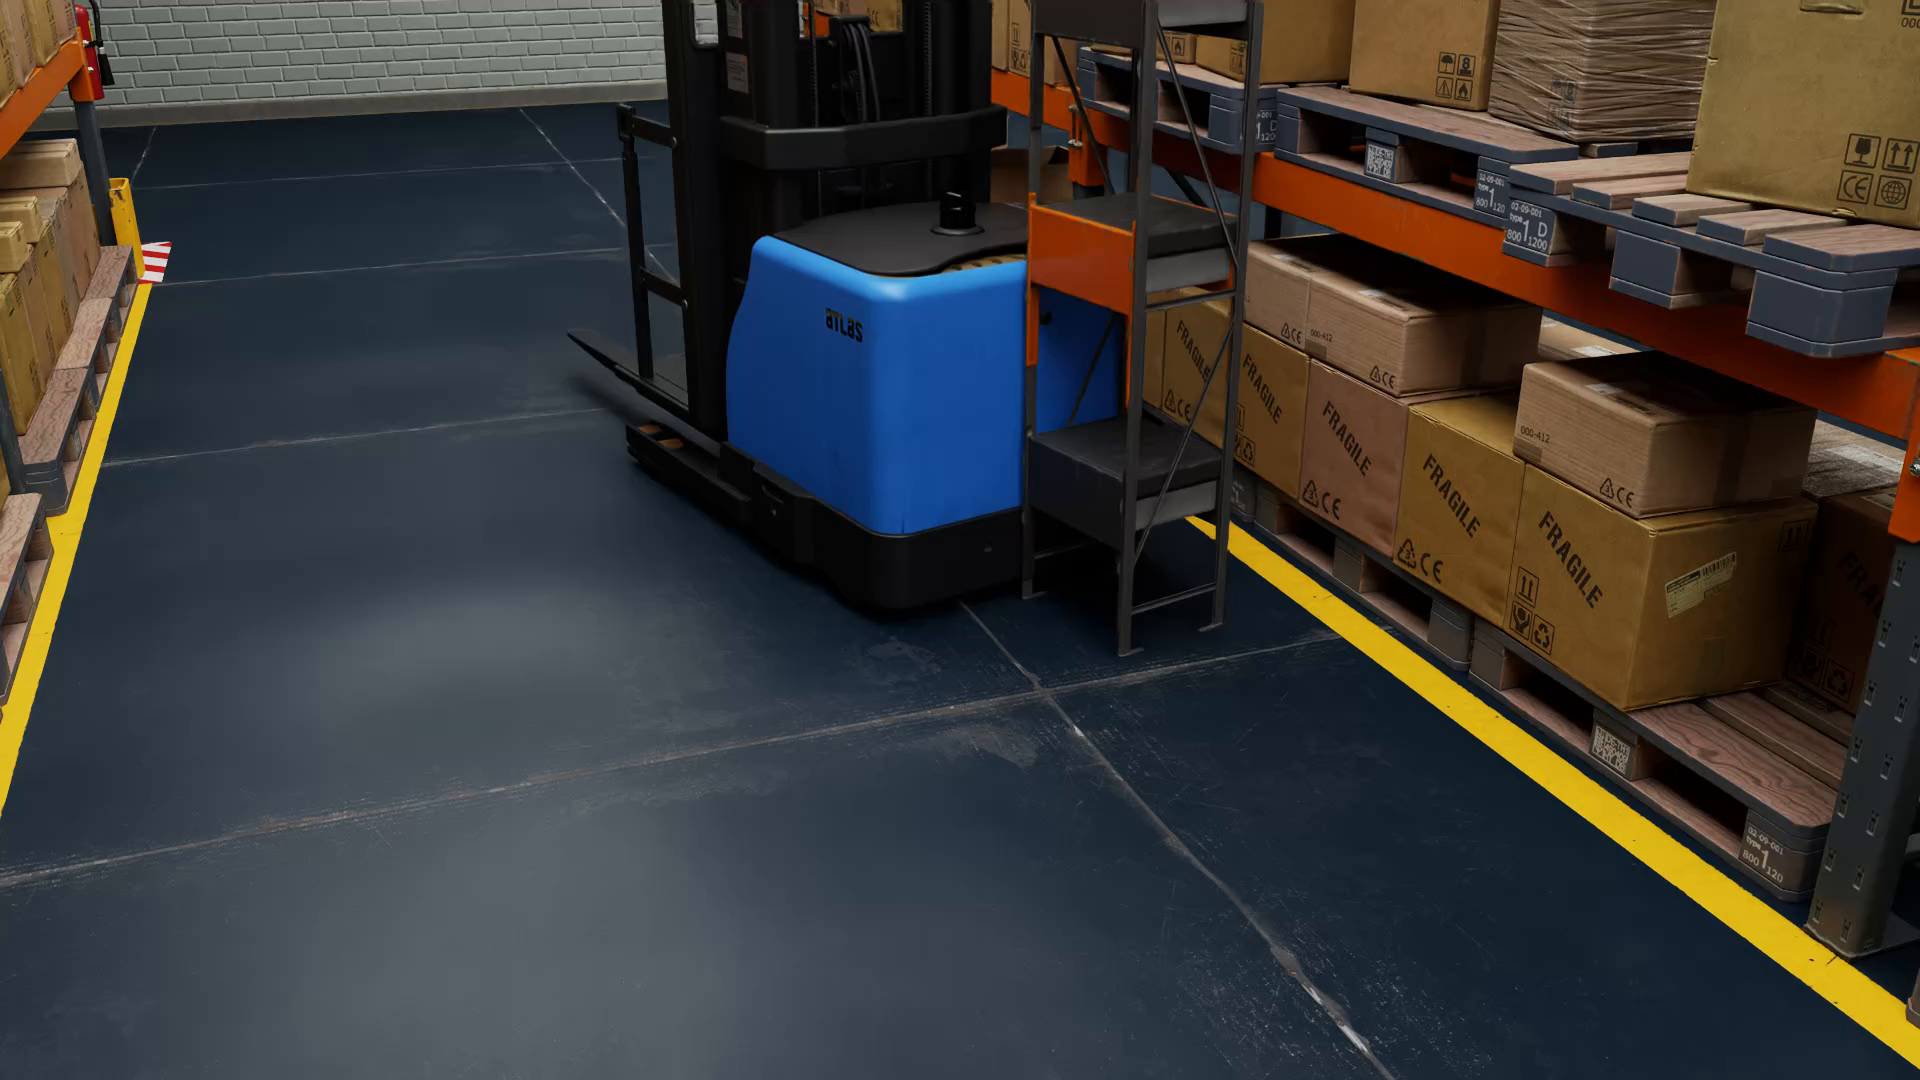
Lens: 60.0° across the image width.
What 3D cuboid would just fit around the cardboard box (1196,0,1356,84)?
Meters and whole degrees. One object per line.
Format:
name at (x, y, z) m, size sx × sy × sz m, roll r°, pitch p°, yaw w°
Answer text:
cardboard box at (1.208, -1.810, 5.512) m, size 0.700 × 0.500 × 0.500 m, roll -5°, pitch 23°, yaw -11°

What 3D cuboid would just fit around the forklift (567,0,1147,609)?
forklift at (-0.628, -1.659, 5.913) m, size 1.130 × 2.935 × 3.031 m, roll -15°, pitch 27°, yaw -31°

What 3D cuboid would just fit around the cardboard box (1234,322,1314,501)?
cardboard box at (1.259, -0.481, 5.680) m, size 0.500 × 0.500 × 0.500 m, roll -8°, pitch 24°, yaw -18°

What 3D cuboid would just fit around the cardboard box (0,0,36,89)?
cardboard box at (-4.381, -2.199, 6.720) m, size 0.980 × 0.700 × 0.700 m, roll -10°, pitch 25°, yaw -22°

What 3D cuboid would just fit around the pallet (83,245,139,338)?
pallet at (-4.743, -1.221, 8.376) m, size 1.003 × 0.211 × 1.213 m, roll -8°, pitch 24°, yaw -19°

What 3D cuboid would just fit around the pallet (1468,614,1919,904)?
pallet at (2.132, 0.448, 4.415) m, size 1.003 × 0.211 × 1.213 m, roll -8°, pitch 24°, yaw -19°

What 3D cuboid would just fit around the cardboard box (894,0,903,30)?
cardboard box at (-0.019, -2.765, 8.319) m, size 0.500 × 0.500 × 0.500 m, roll -8°, pitch 24°, yaw -18°

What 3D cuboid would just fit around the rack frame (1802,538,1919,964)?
rack frame at (2.360, -0.561, 3.218) m, size 1.000 × 3.000 × 0.127 m, roll -8°, pitch 24°, yaw -19°

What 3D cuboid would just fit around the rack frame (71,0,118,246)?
rack frame at (-5.099, -2.786, 8.499) m, size 1.000 × 3.000 × 0.127 m, roll -8°, pitch 24°, yaw -19°

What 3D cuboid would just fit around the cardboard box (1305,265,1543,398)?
cardboard box at (1.421, -0.656, 5.130) m, size 0.500 × 0.250 × 0.500 m, roll -9°, pitch 24°, yaw -20°

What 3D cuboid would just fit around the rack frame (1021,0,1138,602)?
rack frame at (0.365, -0.817, 4.984) m, size 0.400 × 2.100 × 0.015 m, roll -15°, pitch 27°, yaw -31°

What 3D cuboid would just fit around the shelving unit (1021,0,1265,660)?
shelving unit at (0.501, -0.738, 4.797) m, size 0.431 × 2.100 × 0.503 m, roll -15°, pitch 27°, yaw -31°

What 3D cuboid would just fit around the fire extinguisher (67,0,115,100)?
fire extinguisher at (-4.720, -2.697, 8.866) m, size 0.296 × 0.674 × 0.183 m, roll -8°, pitch 24°, yaw -19°

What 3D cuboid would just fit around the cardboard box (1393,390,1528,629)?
cardboard box at (1.628, -0.107, 4.794) m, size 0.500 × 0.500 × 0.500 m, roll -9°, pitch 25°, yaw -21°

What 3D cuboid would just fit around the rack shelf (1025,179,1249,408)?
rack shelf at (0.501, -0.725, 4.802) m, size 0.431 × 0.518 × 0.480 m, roll -15°, pitch 27°, yaw -31°

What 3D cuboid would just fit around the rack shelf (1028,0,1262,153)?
rack shelf at (0.501, -1.370, 4.531) m, size 0.431 × 0.518 × 0.480 m, roll -15°, pitch 27°, yaw -31°

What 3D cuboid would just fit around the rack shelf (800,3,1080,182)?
rack shelf at (0.241, -2.409, 8.530) m, size 1.077 × 0.370 × 4.000 m, roll -8°, pitch 24°, yaw -19°

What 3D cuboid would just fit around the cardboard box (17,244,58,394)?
cardboard box at (-4.028, -0.843, 6.567) m, size 0.700 × 0.500 × 0.500 m, roll -9°, pitch 24°, yaw -20°

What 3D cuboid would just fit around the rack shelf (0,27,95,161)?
rack shelf at (-4.392, -1.728, 6.914) m, size 1.077 × 0.370 × 4.000 m, roll -8°, pitch 24°, yaw -19°

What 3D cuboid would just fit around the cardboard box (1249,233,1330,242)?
cardboard box at (1.390, -0.925, 6.734) m, size 0.500 × 0.500 × 0.500 m, roll -8°, pitch 24°, yaw -19°

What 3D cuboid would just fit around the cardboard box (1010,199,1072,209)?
cardboard box at (0.481, -1.233, 7.465) m, size 0.500 × 0.500 × 0.500 m, roll -8°, pitch 24°, yaw -19°

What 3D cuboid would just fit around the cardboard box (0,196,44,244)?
cardboard box at (-3.989, -1.298, 6.811) m, size 0.380 × 0.149 × 0.250 m, roll -9°, pitch 24°, yaw -20°

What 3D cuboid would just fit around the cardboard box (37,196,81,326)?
cardboard box at (-4.403, -1.223, 7.467) m, size 0.700 × 0.500 × 0.500 m, roll -9°, pitch 25°, yaw -21°

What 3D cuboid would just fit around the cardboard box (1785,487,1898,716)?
cardboard box at (2.467, 0.184, 4.103) m, size 0.500 × 0.500 × 0.500 m, roll -7°, pitch 24°, yaw -17°

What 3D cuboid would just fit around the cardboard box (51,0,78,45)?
cardboard box at (-4.909, -2.741, 8.004) m, size 0.980 × 0.700 × 0.700 m, roll -7°, pitch 24°, yaw -17°

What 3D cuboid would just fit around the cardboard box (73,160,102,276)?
cardboard box at (-4.758, -1.587, 8.332) m, size 0.700 × 0.500 × 0.500 m, roll -8°, pitch 24°, yaw -19°

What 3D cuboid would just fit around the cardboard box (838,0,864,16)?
cardboard box at (-0.369, -3.129, 9.184) m, size 0.500 × 0.500 × 0.500 m, roll -9°, pitch 24°, yaw -20°

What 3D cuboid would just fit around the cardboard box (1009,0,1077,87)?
cardboard box at (0.531, -2.206, 6.994) m, size 0.500 × 0.500 × 0.500 m, roll -8°, pitch 24°, yaw -18°

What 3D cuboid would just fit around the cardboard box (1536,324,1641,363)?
cardboard box at (1.915, -0.377, 5.435) m, size 0.500 × 0.500 × 0.500 m, roll -9°, pitch 25°, yaw -21°

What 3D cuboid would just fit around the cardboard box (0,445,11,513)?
cardboard box at (-3.334, -0.317, 4.868) m, size 0.750 × 0.750 × 0.750 m, roll -8°, pitch 24°, yaw -18°

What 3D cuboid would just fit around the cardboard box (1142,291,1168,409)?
cardboard box at (0.890, -0.856, 6.570) m, size 0.500 × 0.500 × 0.500 m, roll -9°, pitch 25°, yaw -21°

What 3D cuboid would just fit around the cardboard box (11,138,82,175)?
cardboard box at (-4.542, -1.865, 8.154) m, size 0.380 × 0.149 × 0.250 m, roll -9°, pitch 24°, yaw -20°

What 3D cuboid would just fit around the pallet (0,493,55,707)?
pallet at (-3.343, 0.222, 4.951) m, size 1.003 × 0.211 × 1.213 m, roll -8°, pitch 24°, yaw -19°

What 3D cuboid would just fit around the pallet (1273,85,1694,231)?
pallet at (1.669, -1.178, 4.930) m, size 1.003 × 0.211 × 1.213 m, roll -8°, pitch 24°, yaw -19°

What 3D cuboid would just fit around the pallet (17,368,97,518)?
pallet at (-3.881, -0.335, 6.273) m, size 1.003 × 0.211 × 1.213 m, roll -8°, pitch 24°, yaw -19°

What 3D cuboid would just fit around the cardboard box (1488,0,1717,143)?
cardboard box at (1.888, -1.372, 4.474) m, size 0.700 × 0.500 × 0.500 m, roll -4°, pitch 23°, yaw -9°

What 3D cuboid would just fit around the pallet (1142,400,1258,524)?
pallet at (1.270, -0.439, 6.519) m, size 1.003 × 0.211 × 1.213 m, roll -8°, pitch 24°, yaw -19°
